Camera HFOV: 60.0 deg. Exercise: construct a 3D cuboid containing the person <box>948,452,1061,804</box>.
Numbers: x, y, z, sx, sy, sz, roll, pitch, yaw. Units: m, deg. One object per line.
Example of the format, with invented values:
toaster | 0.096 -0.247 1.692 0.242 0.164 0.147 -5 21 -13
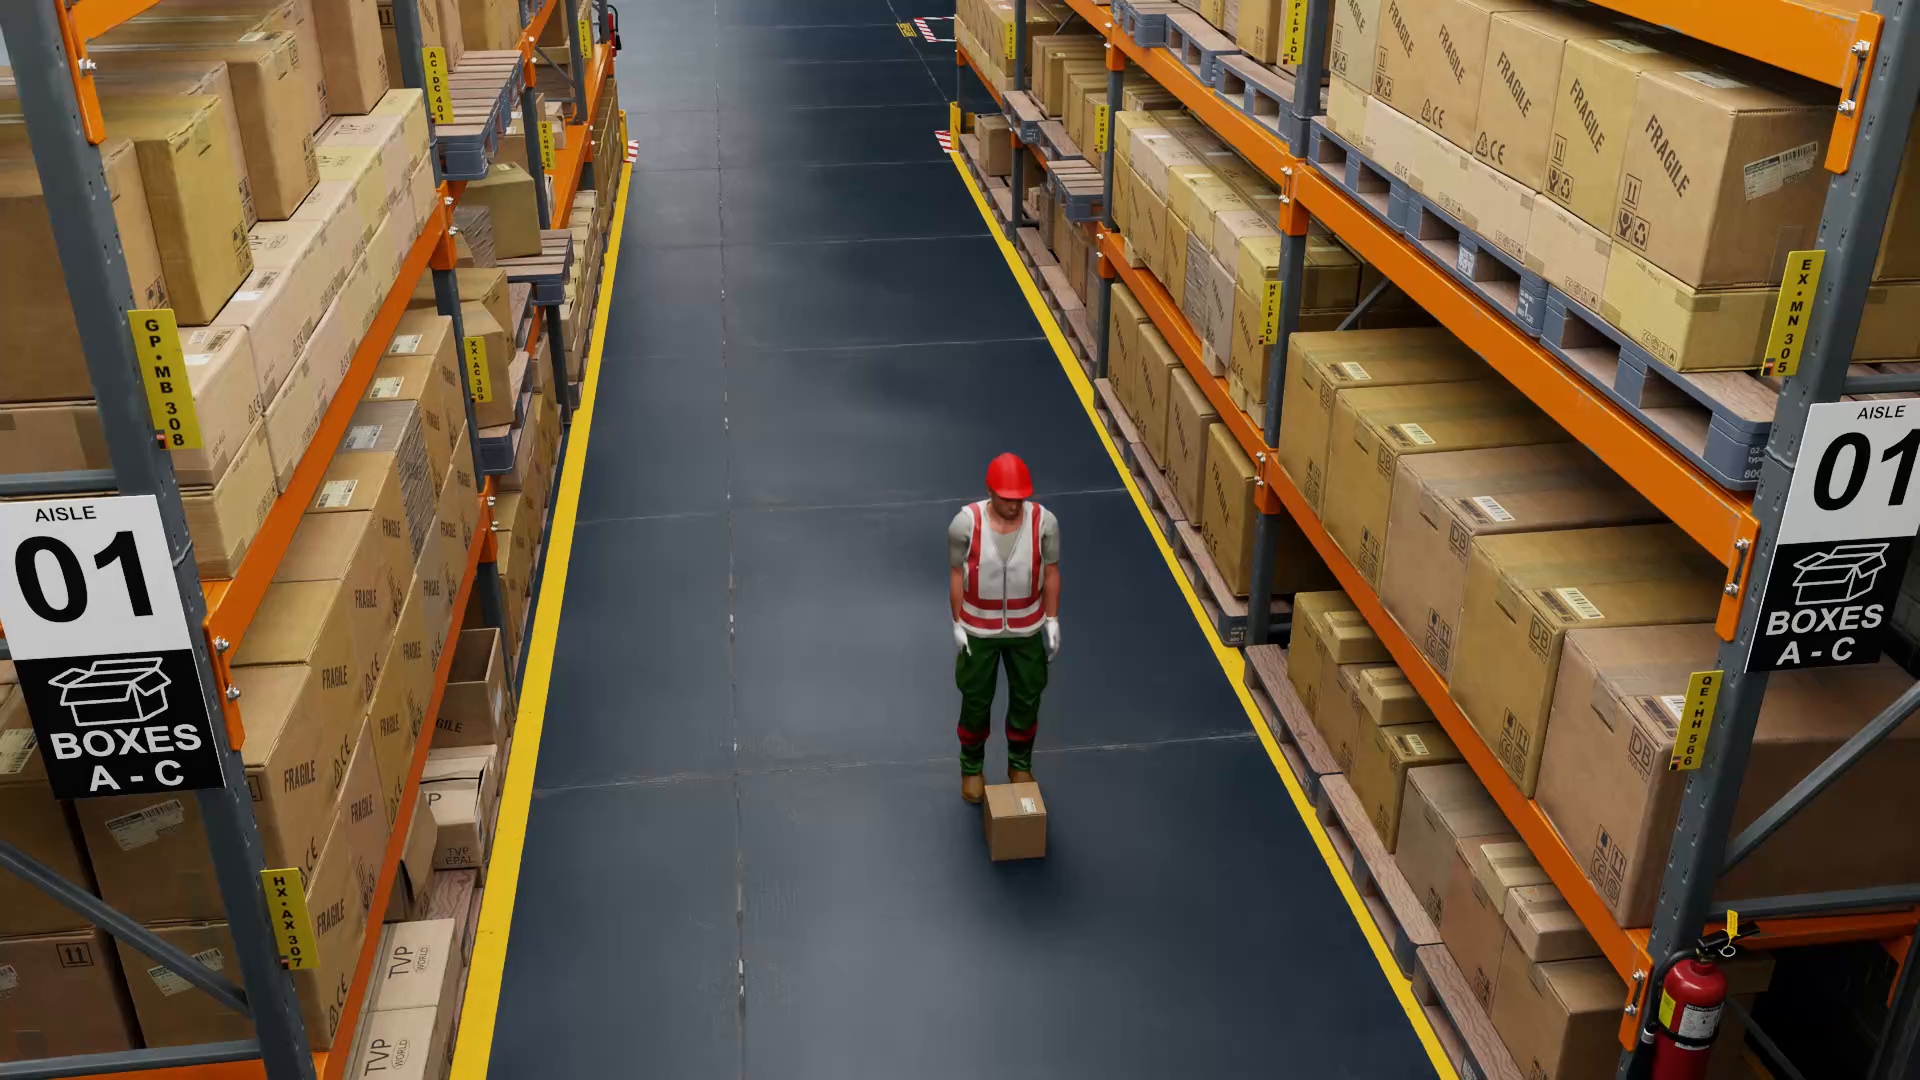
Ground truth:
person | 0.210 0.410 7.794 0.528 1.780 0.351 -3 27 -6
